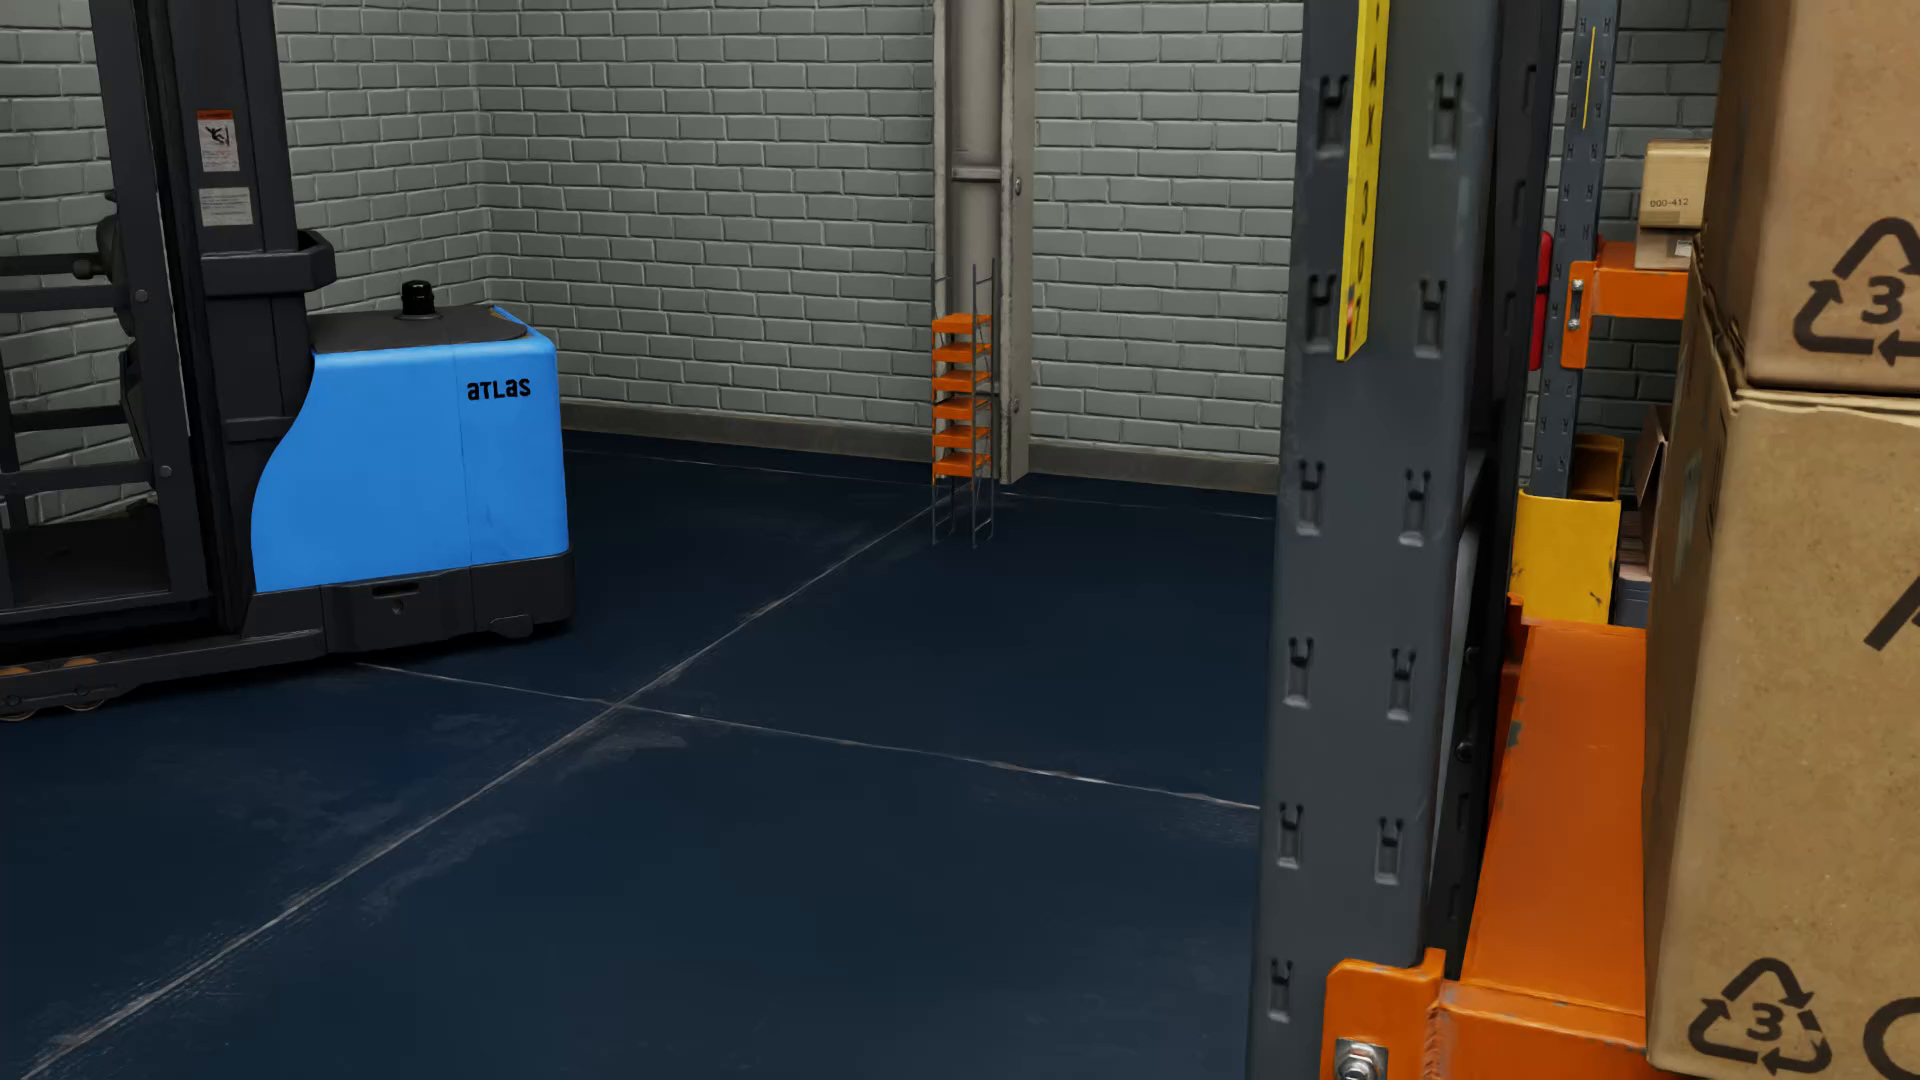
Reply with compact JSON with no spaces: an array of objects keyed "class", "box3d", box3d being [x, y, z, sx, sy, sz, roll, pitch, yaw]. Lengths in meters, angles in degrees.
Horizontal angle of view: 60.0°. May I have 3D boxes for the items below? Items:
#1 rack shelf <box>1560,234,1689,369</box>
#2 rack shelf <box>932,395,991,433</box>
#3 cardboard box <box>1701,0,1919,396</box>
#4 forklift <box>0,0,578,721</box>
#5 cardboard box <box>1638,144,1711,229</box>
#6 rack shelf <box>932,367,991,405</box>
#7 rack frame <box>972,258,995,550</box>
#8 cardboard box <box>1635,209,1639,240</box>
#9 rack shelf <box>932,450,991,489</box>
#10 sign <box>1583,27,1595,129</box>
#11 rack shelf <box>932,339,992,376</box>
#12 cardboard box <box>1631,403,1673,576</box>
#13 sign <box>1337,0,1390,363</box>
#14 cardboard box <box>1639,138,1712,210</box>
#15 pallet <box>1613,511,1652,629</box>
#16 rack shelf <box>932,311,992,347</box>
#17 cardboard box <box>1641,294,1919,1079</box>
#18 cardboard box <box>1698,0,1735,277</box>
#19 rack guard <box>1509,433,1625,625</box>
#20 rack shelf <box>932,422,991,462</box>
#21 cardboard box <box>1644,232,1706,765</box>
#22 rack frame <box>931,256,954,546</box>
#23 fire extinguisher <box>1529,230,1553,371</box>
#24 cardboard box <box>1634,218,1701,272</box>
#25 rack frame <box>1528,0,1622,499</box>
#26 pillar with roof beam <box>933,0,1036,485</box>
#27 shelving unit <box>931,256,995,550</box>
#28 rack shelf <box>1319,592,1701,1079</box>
[{"class":"rack shelf","box3d":[4.152,-0.710,5.531,4.000,0.370,1.077,6,17,21]},{"class":"rack shelf","box3d":[0.013,-0.532,7.014,0.180,0.103,0.258,6,17,21]},{"class":"cardboard box","box3d":[0.815,-0.378,1.123,0.500,0.500,0.500,6,17,19]},{"class":"forklift","box3d":[-2.939,-1.007,5.384,3.031,2.935,1.130,-8,18,-25]},{"class":"cardboard box","box3d":[2.614,-1.215,5.714,0.500,0.250,0.500,6,17,21]},{"class":"rack shelf","box3d":[0.013,-0.647,6.980,0.180,0.103,0.258,6,17,21]},{"class":"rack frame","box3d":[0.099,-0.565,6.969,0.006,1.200,0.240,6,17,21]},{"class":"cardboard box","box3d":[2.698,-1.176,6.293,0.250,0.149,0.380,6,17,20]},{"class":"rack shelf","box3d":[0.013,-0.302,7.081,0.180,0.103,0.258,6,17,21]},{"class":"sign","box3d":[2.092,-1.536,5.530,0.005,0.325,0.100,6,17,21]},{"class":"rack shelf","box3d":[0.013,-0.763,6.947,0.180,0.103,0.258,6,17,21]},{"class":"cardboard box","box3d":[2.825,-0.176,6.125,0.637,0.503,0.797,6,17,18]},{"class":"sign","box3d":[0.264,-0.283,1.074,0.005,0.325,0.100,6,17,21]},{"class":"cardboard box","box3d":[2.816,-1.353,6.190,0.500,0.250,0.500,7,18,22]},{"class":"pallet","box3d":[3.104,0.168,6.217,1.213,0.211,1.003,6,17,21]},{"class":"rack shelf","box3d":[0.013,-0.878,6.913,0.180,0.103,0.258,6,17,21]},{"class":"cardboard box","box3d":[0.814,0.103,1.260,0.500,0.500,0.500,6,17,20]},{"class":"cardboard box","box3d":[1.009,-0.513,1.589,0.500,0.500,0.500,7,18,22]},{"class":"rack guard","box3d":[2.362,-0.052,6.457,0.348,0.500,1.175,6,17,21]},{"class":"rack shelf","box3d":[0.013,-0.417,7.047,0.180,0.103,0.258,6,17,21]},{"class":"cardboard box","box3d":[1.019,-0.040,1.752,0.500,0.500,0.500,6,17,21]},{"class":"rack frame","box3d":[-0.072,-0.584,7.034,0.006,1.200,0.240,6,17,21]},{"class":"fire extinguisher","box3d":[1.985,-0.939,5.837,0.183,0.674,0.296,6,17,21]},{"class":"cardboard box","box3d":[2.496,-1.035,5.810,0.250,0.149,0.380,6,17,20]},{"class":"rack frame","box3d":[2.291,-1.261,6.135,0.127,3.000,1.000,6,17,21]},{"class":"pillar with roof beam","box3d":[-1.466,-3.535,3.208,0.400,9.000,9.100,6,17,21]},{"class":"shelving unit","box3d":[0.013,-0.575,7.001,0.189,1.200,0.258,6,17,21]},{"class":"rack shelf","box3d":[2.334,0.577,1.095,4.000,0.370,1.077,6,17,21]}]
